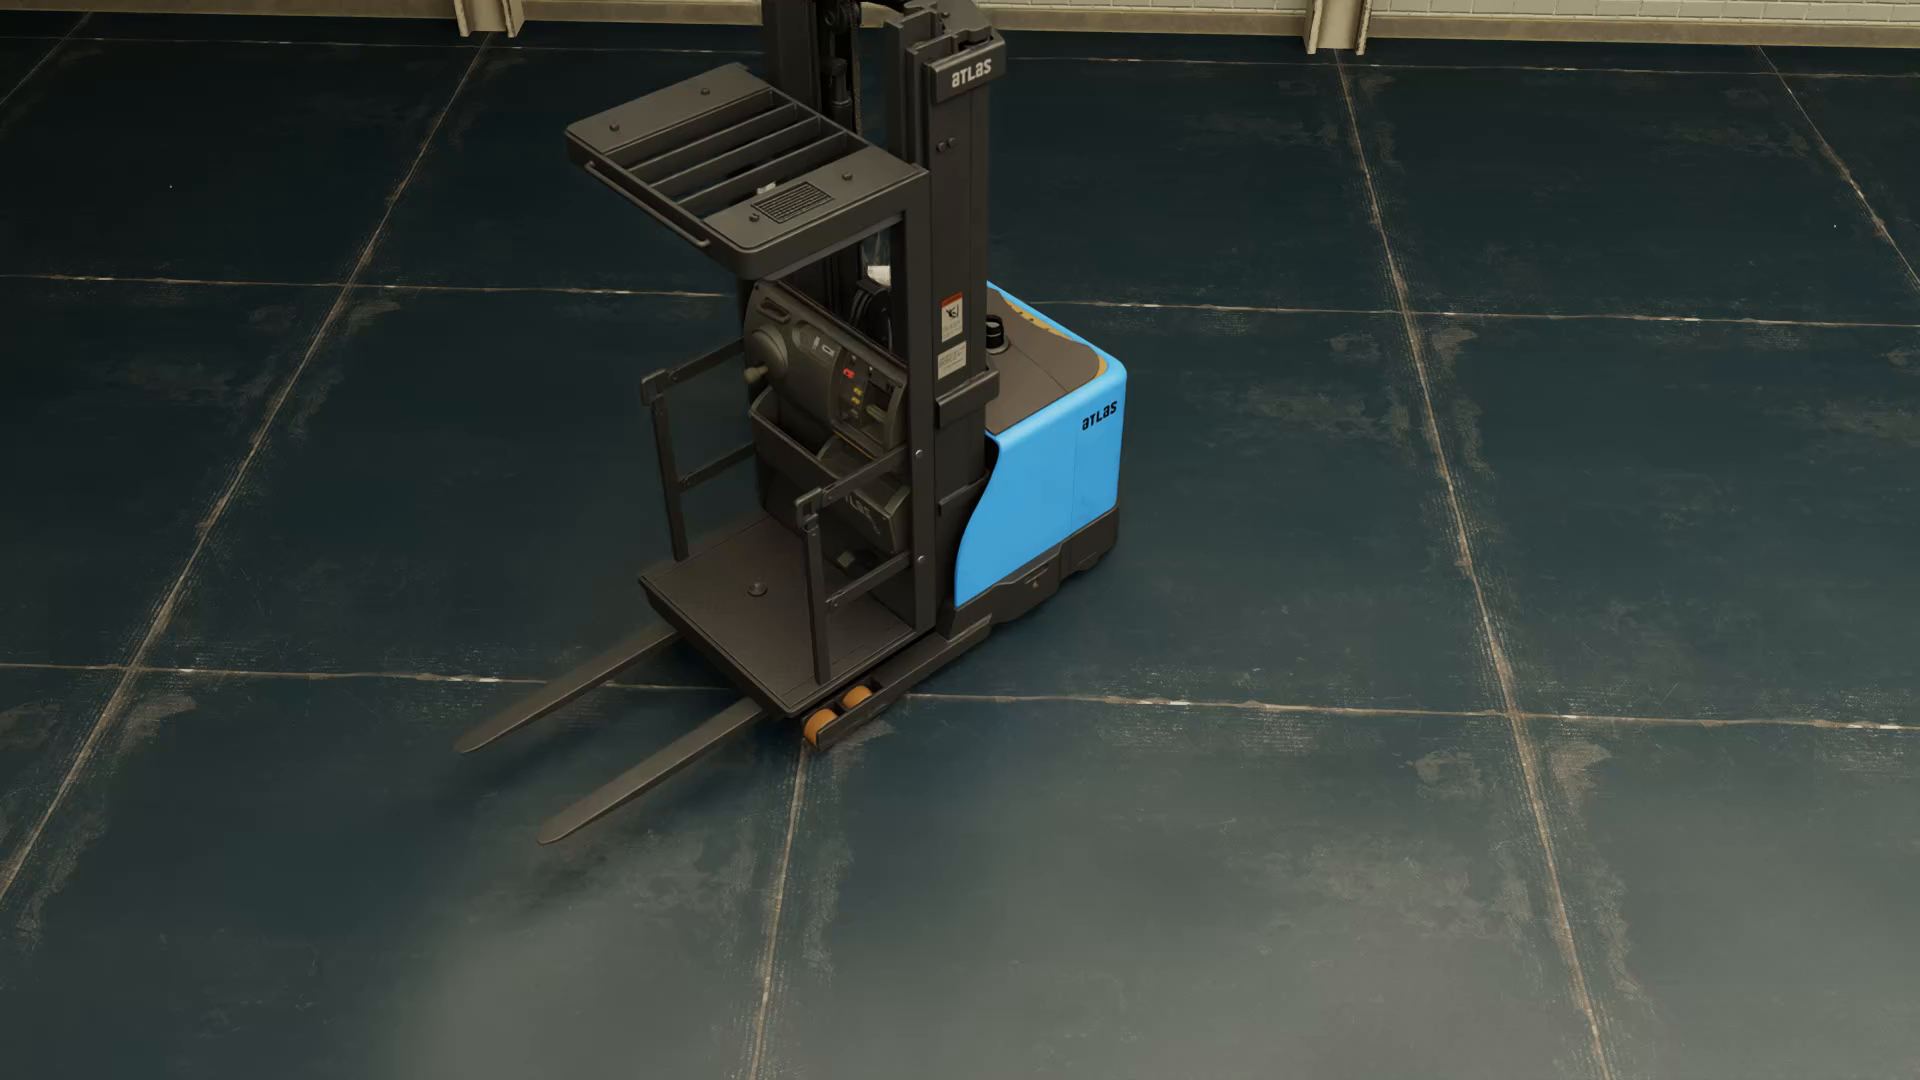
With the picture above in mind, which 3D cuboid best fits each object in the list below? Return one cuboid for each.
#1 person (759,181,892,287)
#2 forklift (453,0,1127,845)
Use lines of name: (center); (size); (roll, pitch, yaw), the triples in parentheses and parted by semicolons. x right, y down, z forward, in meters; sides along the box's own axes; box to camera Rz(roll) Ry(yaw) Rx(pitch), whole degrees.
person: (-0.547, -1.195, 8.119); (1.403, 1.531, 0.840); (29, 50, 28)
forklift: (-0.694, -0.612, 6.412); (3.031, 2.935, 1.130); (-32, 51, -30)
